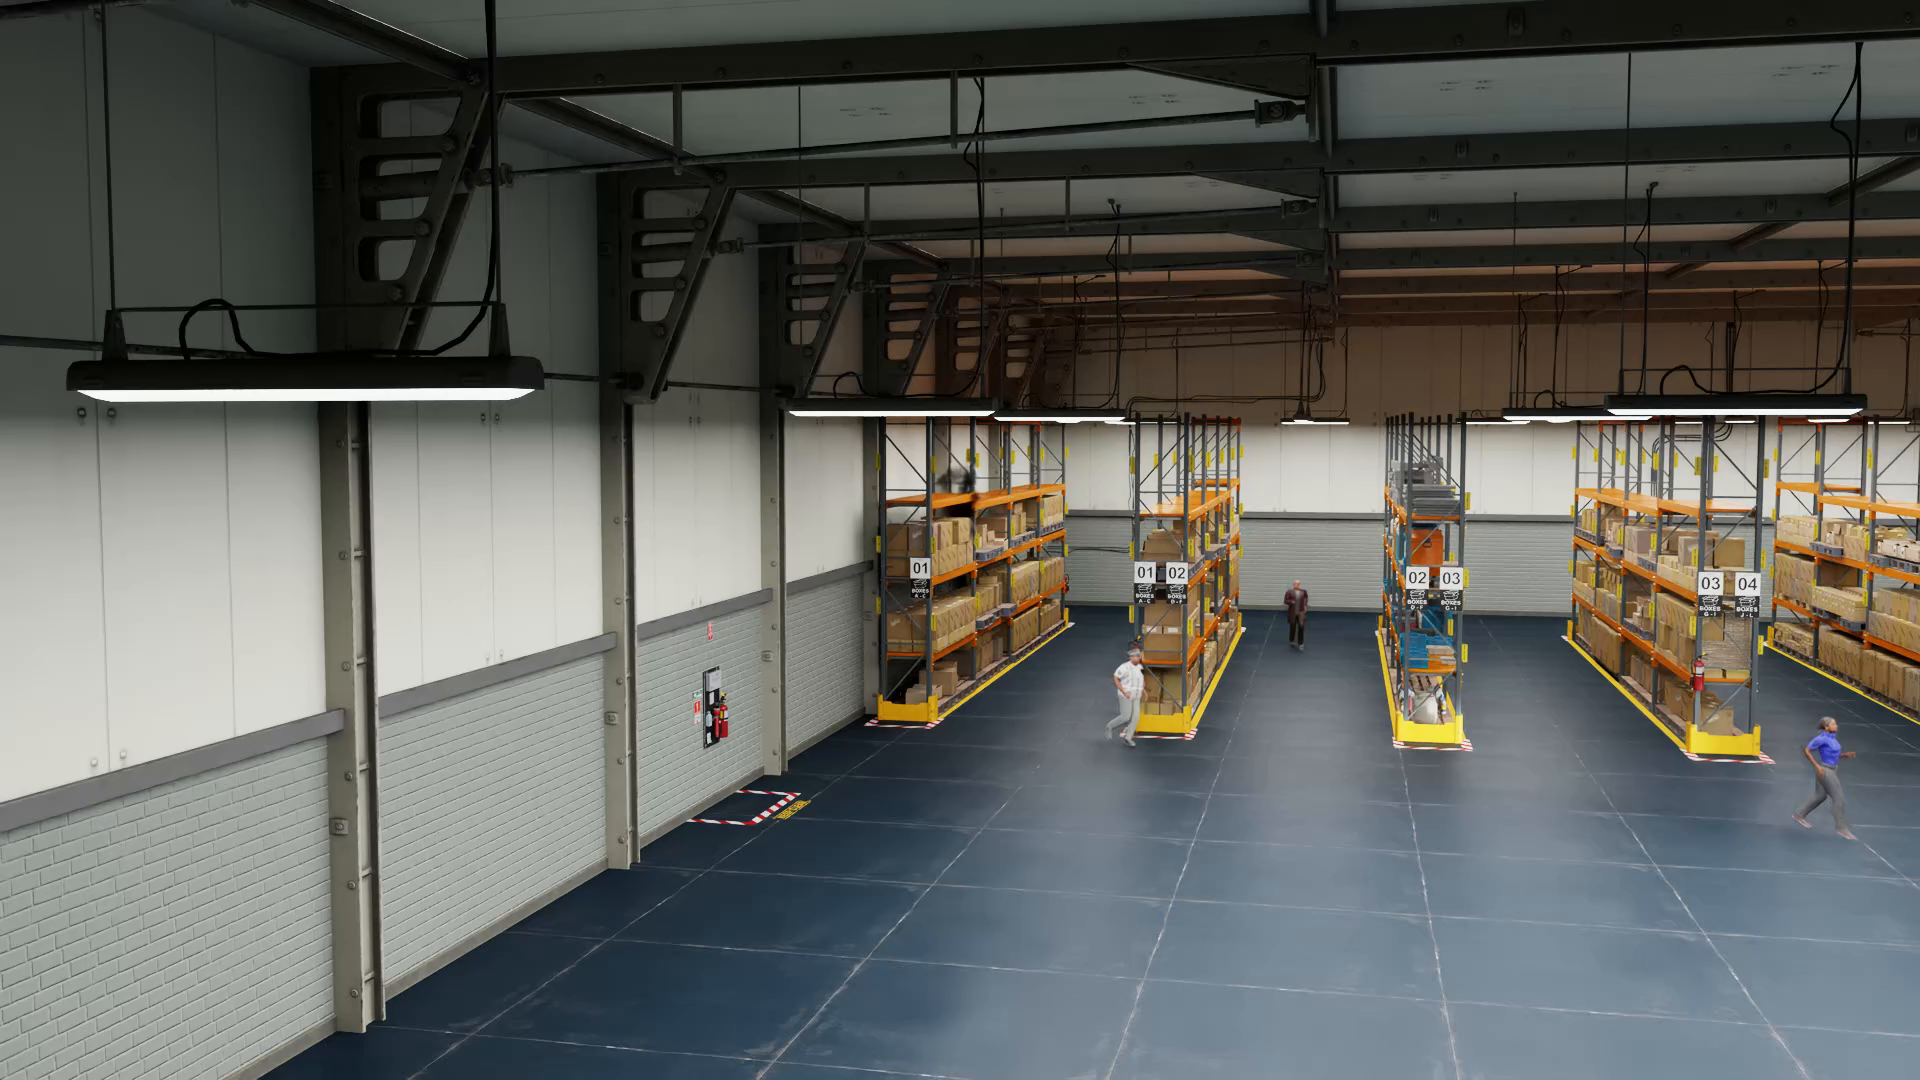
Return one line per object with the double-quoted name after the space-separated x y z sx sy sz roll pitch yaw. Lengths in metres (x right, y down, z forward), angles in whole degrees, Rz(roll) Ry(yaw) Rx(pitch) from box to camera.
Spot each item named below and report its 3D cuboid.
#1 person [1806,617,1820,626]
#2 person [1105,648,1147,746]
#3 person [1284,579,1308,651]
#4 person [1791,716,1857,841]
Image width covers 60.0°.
22.900 1.900 44.655 0.633 1.583 0.522 -2 4 -28 "person"
3.079 2.820 30.170 0.738 1.732 0.707 -3 5 -38 "person"
8.690 1.929 42.990 0.648 1.837 0.922 0 4 5 "person"
12.129 3.305 23.279 0.851 1.687 0.559 3 5 37 "person"
